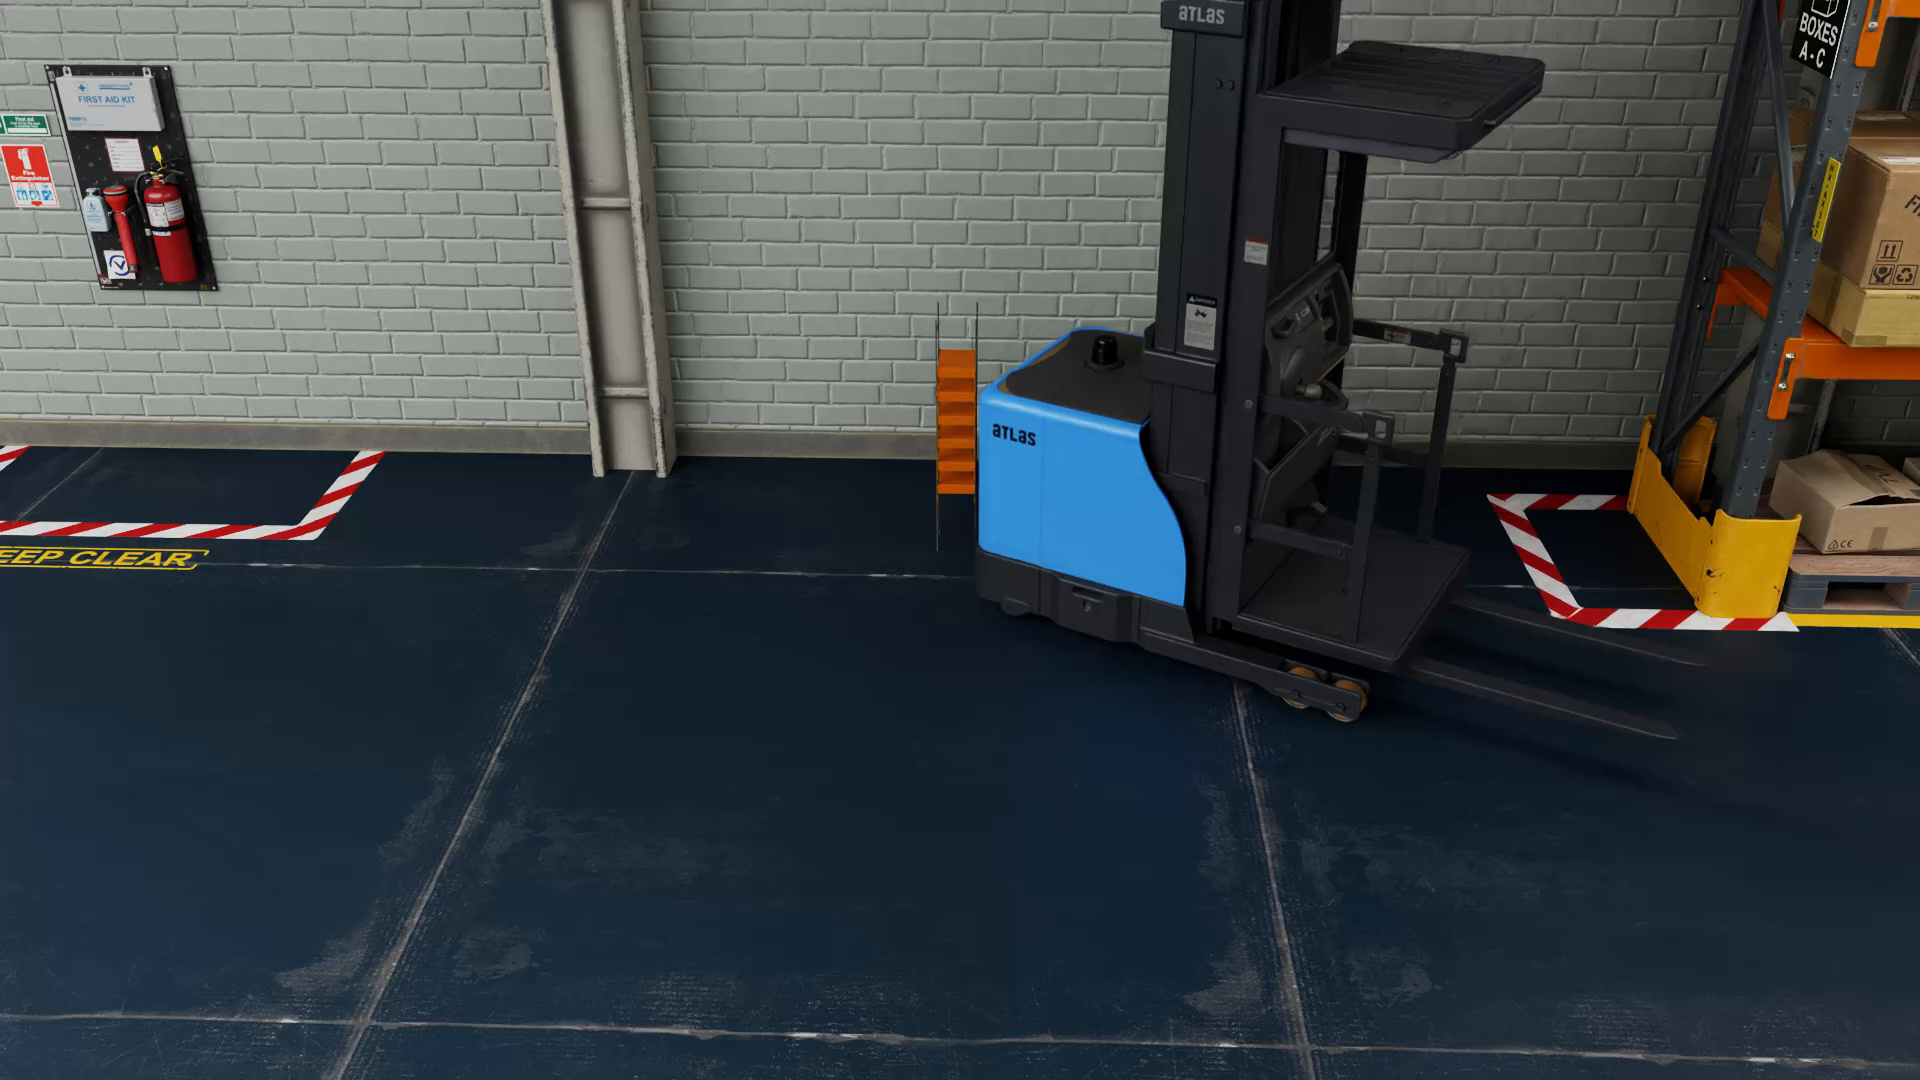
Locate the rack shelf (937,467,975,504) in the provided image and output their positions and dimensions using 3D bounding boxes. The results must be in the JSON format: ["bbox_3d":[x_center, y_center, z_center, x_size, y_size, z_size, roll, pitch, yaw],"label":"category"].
[{"bbox_3d":[-0.014,-0.279,8.103,0.180,0.103,0.258,1,28,2],"label":"rack shelf"}]

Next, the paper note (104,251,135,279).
[{"bbox_3d":[-4.400,-1.440,8.705,0.142,0.148,0.016,1,28,2],"label":"paper note"}]

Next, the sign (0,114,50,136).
[{"bbox_3d":[-4.770,-2.097,8.400,0.331,0.109,0.001,1,28,2],"label":"sign"}]

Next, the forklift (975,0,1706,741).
[{"bbox_3d":[1.598,-0.833,6.692,3.031,2.935,1.130,16,32,27],"label":"forklift"}]

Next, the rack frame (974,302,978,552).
[{"bbox_3d":[0.077,-0.529,7.967,0.006,1.200,0.240,1,28,2],"label":"rack frame"}]

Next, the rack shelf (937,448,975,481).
[{"bbox_3d":[-0.014,-0.385,8.046,0.180,0.103,0.258,1,28,2],"label":"rack shelf"}]

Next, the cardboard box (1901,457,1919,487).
[{"bbox_3d":[4.767,-0.187,7.800,0.500,0.311,0.500,3,28,6],"label":"cardboard box"}]

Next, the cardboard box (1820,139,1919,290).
[{"bbox_3d":[3.976,-1.369,6.967,0.500,0.500,0.500,1,28,2],"label":"cardboard box"}]

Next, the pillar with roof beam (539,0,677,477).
[{"bbox_3d":[-1.909,-2.371,3.115,0.400,9.000,9.100,1,28,2],"label":"pillar with roof beam"}]

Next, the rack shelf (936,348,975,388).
[{"bbox_3d":[-0.014,-0.809,7.822,0.180,0.103,0.258,1,28,2],"label":"rack shelf"}]

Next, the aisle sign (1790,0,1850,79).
[{"bbox_3d":[3.427,-2.253,6.521,0.004,0.787,0.394,1,28,2],"label":"aisle sign"}]

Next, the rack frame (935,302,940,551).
[{"bbox_3d":[-0.106,-0.532,7.972,0.006,1.200,0.240,1,28,2],"label":"rack frame"}]

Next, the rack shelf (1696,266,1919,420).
[{"bbox_3d":[5.508,-0.892,7.499,4.000,0.370,1.077,1,28,2],"label":"rack shelf"}]

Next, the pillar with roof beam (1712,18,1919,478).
[{"bbox_3d":[4.088,-2.272,2.928,0.400,9.000,9.100,1,28,2],"label":"pillar with roof beam"}]

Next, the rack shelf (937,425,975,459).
[{"bbox_3d":[-0.014,-0.491,7.990,0.180,0.103,0.258,1,28,2],"label":"rack shelf"}]

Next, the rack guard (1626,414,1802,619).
[{"bbox_3d":[3.585,-0.138,7.976,0.348,0.500,1.175,1,28,2],"label":"rack guard"}]

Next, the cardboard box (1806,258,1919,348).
[{"bbox_3d":[3.986,-1.029,7.127,0.500,0.250,0.500,0,28,0],"label":"cardboard box"}]

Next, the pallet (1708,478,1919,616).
[{"bbox_3d":[4.396,0.020,7.987,1.213,0.211,1.003,1,28,2],"label":"pallet"}]

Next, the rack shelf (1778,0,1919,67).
[{"bbox_3d":[5.508,-2.218,6.796,4.000,0.370,1.077,1,28,2],"label":"rack shelf"}]

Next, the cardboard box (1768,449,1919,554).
[{"bbox_3d":[4.198,-0.196,7.818,0.500,0.311,0.500,-2,28,-4],"label":"cardboard box"}]

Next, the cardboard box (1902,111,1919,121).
[{"bbox_3d":[4.491,-1.596,7.396,0.500,0.500,0.500,1,28,2],"label":"cardboard box"}]

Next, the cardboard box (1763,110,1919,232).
[{"bbox_3d":[3.988,-1.609,7.420,0.500,0.500,0.500,1,28,1],"label":"cardboard box"}]

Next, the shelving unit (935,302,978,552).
[{"bbox_3d":[-0.014,-0.530,7.969,0.189,1.200,0.258,1,28,2],"label":"shelving unit"}]

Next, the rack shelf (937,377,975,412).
[{"bbox_3d":[-0.014,-0.703,7.878,0.180,0.103,0.258,1,28,2],"label":"rack shelf"}]

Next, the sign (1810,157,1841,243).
[{"bbox_3d":[3.490,-1.372,6.711,0.005,0.325,0.100,1,28,2],"label":"sign"}]

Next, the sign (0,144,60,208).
[{"bbox_3d":[-4.774,-1.868,8.532,0.234,0.329,0.001,1,28,2],"label":"sign"}]

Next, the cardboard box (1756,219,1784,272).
[{"bbox_3d":[3.983,-1.269,7.580,0.500,0.250,0.500,1,28,3],"label":"cardboard box"}]

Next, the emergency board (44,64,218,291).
[{"bbox_3d":[-4.225,-1.794,8.432,0.643,1.169,0.194,1,28,2],"label":"emergency board"}]

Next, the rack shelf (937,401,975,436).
[{"bbox_3d":[-0.014,-0.597,7.934,0.180,0.103,0.258,1,28,2],"label":"rack shelf"}]

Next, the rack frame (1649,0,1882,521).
[{"bbox_3d":[3.509,-1.243,7.393,0.127,3.000,1.000,1,28,2],"label":"rack frame"}]
